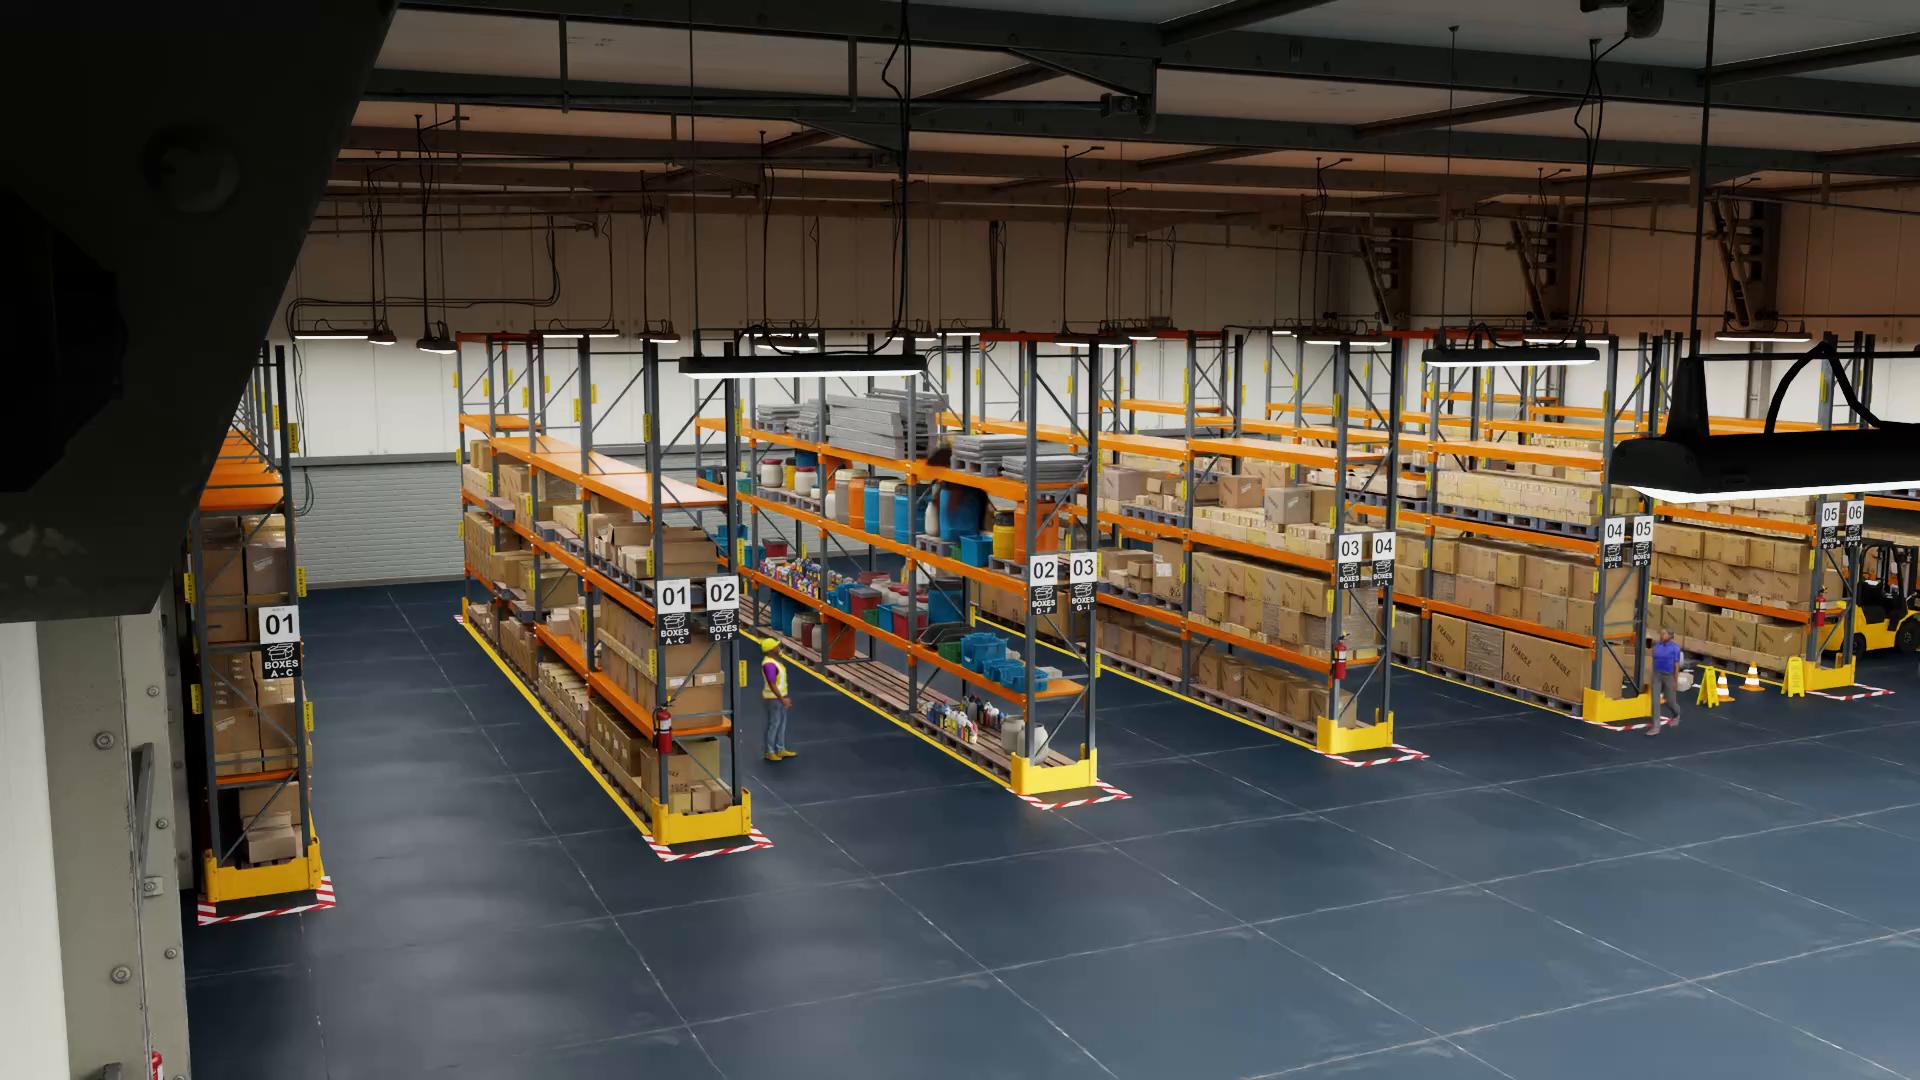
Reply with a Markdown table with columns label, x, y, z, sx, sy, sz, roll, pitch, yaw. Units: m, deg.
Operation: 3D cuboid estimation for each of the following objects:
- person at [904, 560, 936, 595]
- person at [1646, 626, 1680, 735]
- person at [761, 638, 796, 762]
| label | x | y | z | sx | sy | sz | roll | pitch | yaw |
| --- | --- | --- | --- | --- | --- | --- | --- | --- | --- |
| person | -0.798 | 0.873 | 34.230 | 0.604 | 1.752 | 0.992 | -4 | 8 | -24 |
| person | 10.687 | 2.117 | 25.210 | 0.434 | 1.649 | 0.658 | 6 | 10 | 40 |
| person | -2.585 | 2.266 | 23.779 | 0.561 | 1.766 | 0.612 | 2 | 8 | 14 |
